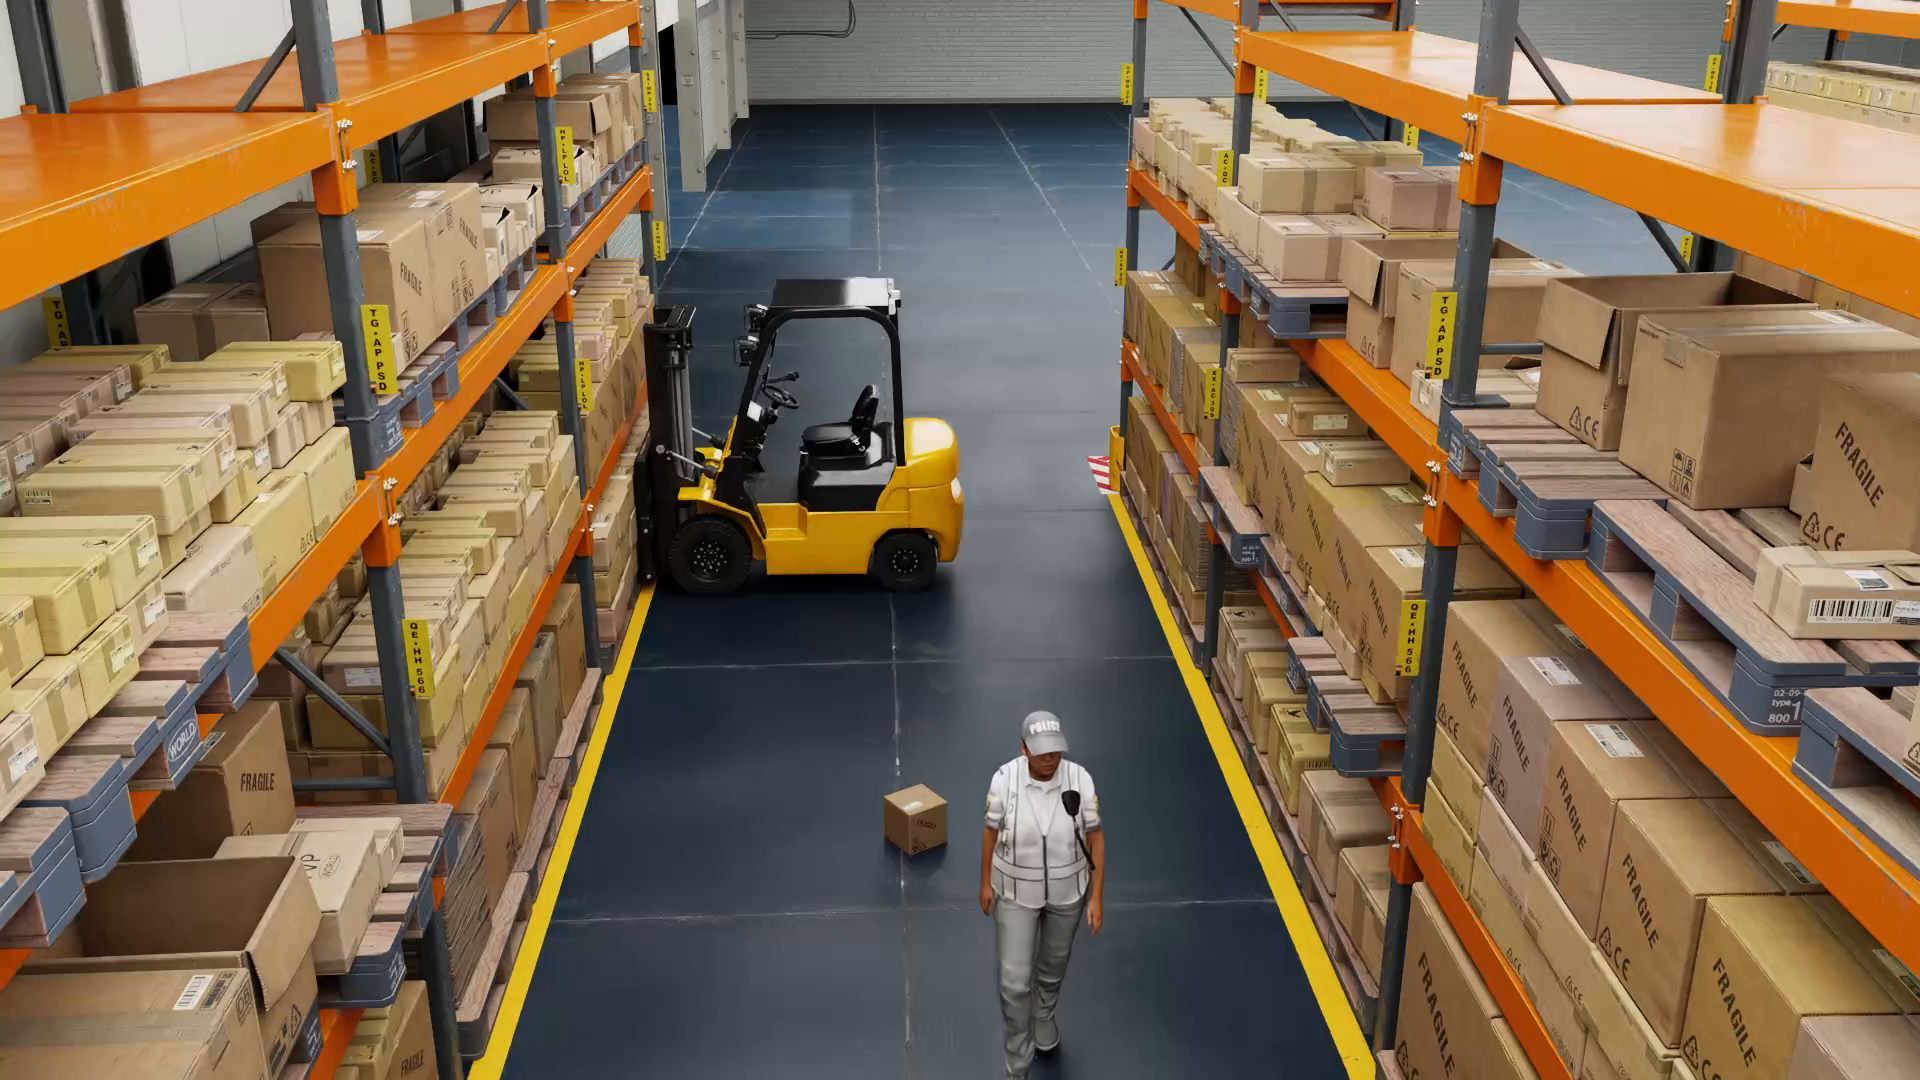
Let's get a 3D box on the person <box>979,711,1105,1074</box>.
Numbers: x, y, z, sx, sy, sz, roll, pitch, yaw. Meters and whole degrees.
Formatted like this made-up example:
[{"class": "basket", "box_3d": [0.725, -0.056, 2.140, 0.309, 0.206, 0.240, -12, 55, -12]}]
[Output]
[{"class": "person", "box_3d": [0.349, 1.447, 7.032, 0.514, 1.567, 0.530, -2, 21, -6]}]
